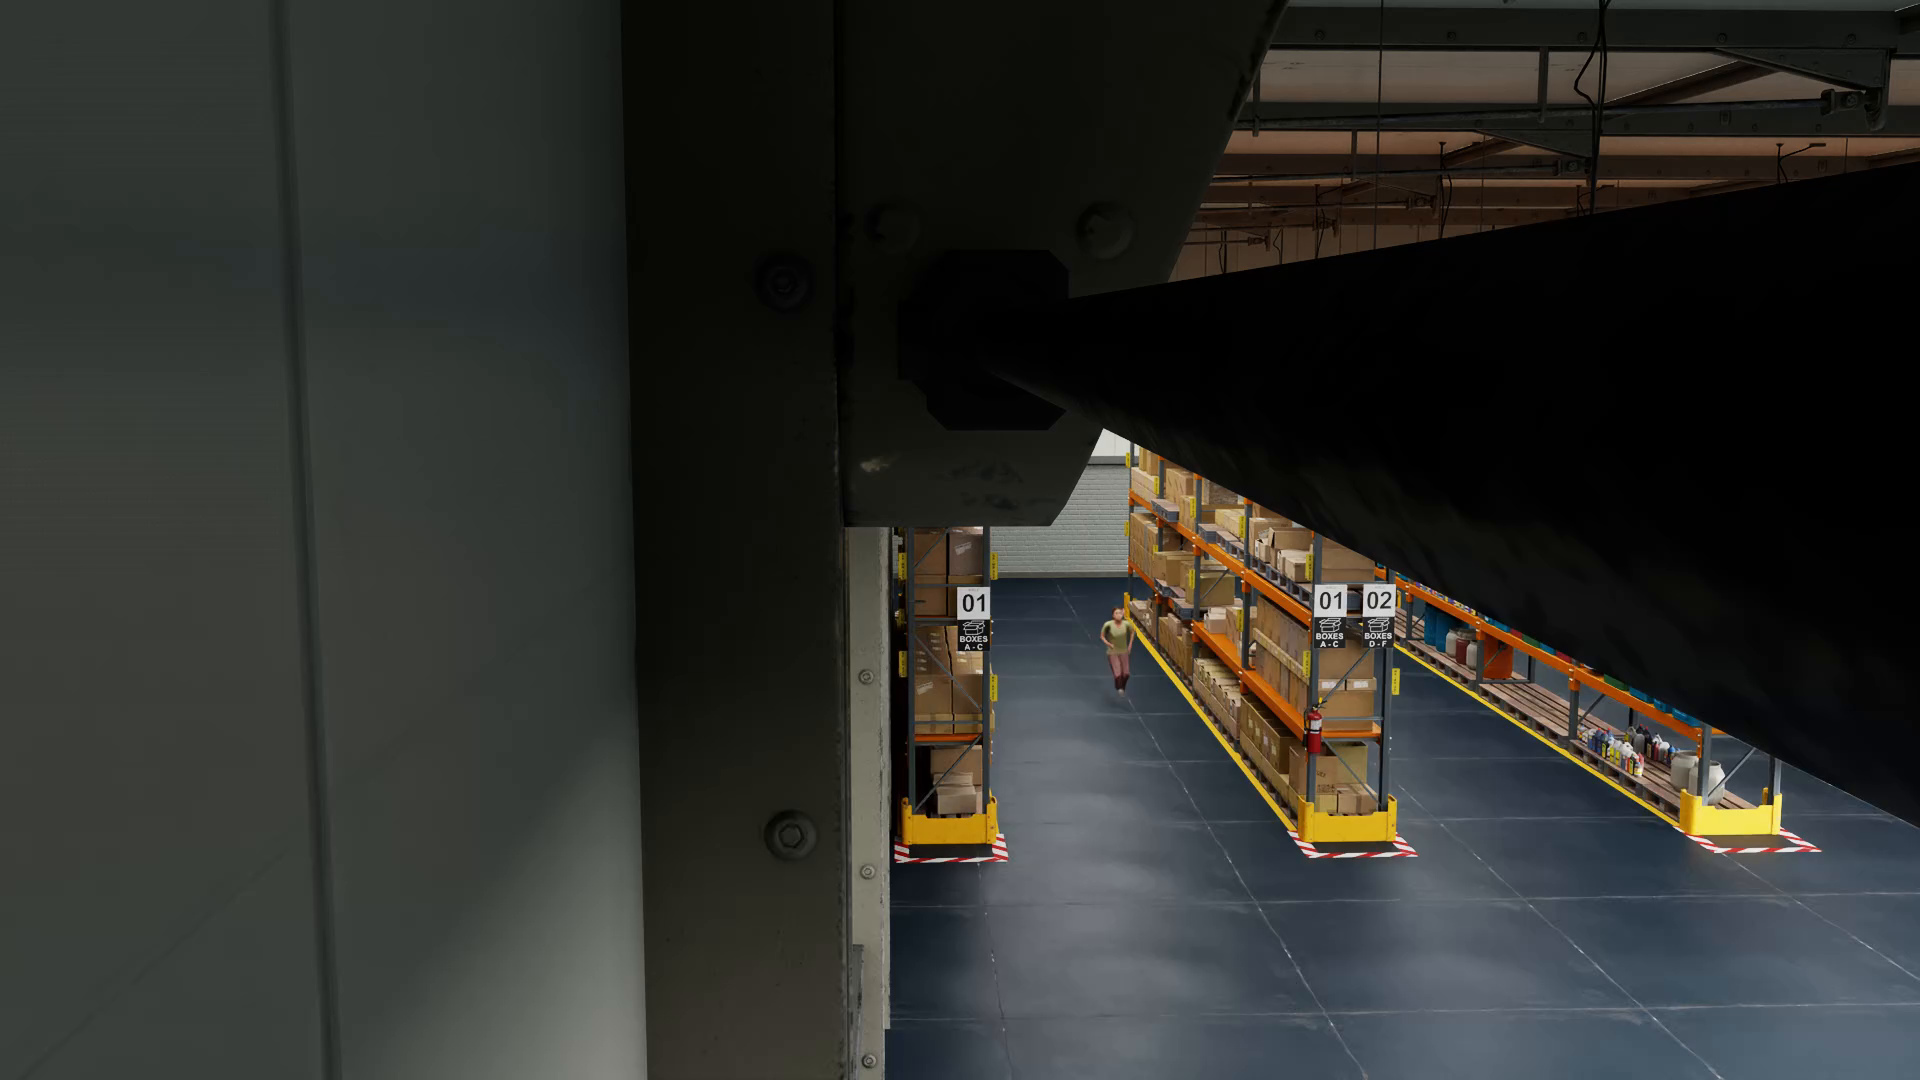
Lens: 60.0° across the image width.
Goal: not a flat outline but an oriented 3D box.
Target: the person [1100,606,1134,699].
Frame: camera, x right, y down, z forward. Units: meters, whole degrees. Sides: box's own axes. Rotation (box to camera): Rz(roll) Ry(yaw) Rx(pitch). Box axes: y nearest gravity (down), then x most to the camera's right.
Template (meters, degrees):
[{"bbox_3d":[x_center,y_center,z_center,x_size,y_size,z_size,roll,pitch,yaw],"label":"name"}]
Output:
[{"bbox_3d":[2.607,1.872,27.422,0.588,1.454,0.479,0,7,-2],"label":"person"}]
